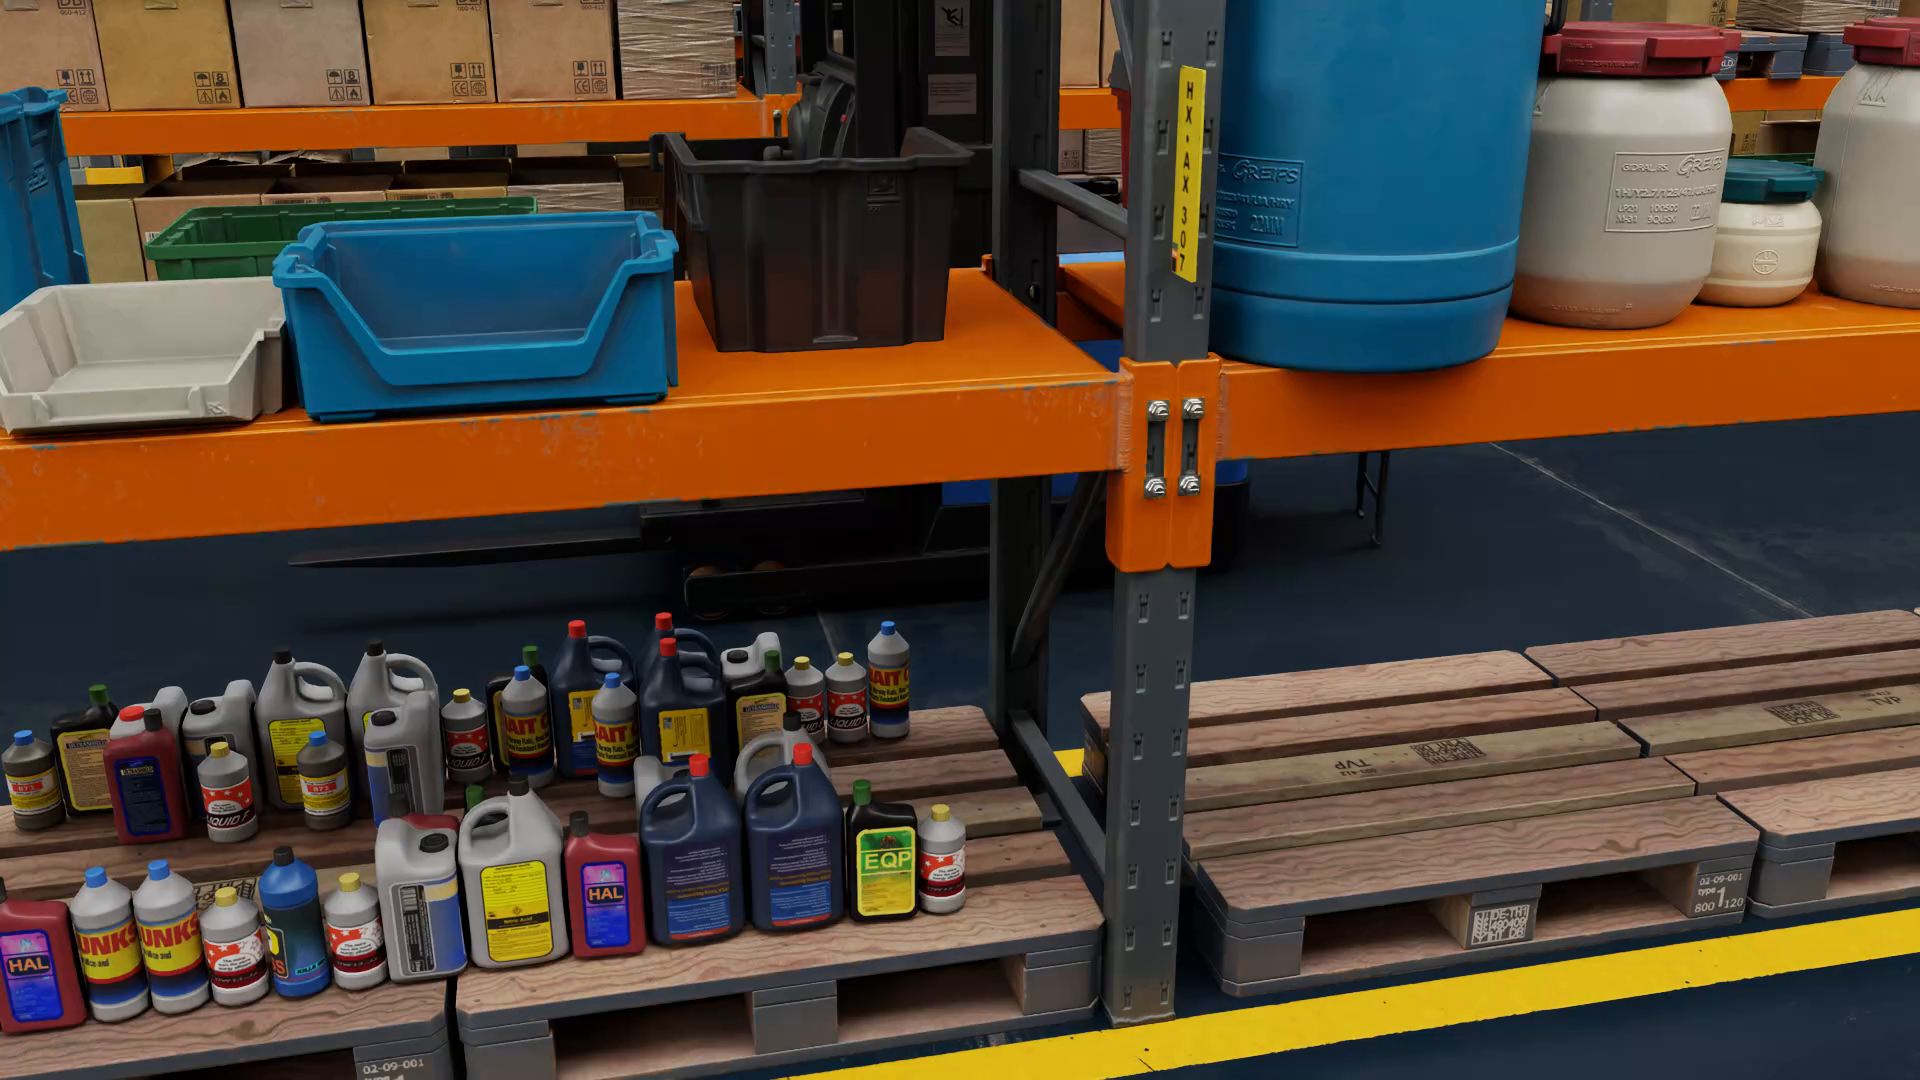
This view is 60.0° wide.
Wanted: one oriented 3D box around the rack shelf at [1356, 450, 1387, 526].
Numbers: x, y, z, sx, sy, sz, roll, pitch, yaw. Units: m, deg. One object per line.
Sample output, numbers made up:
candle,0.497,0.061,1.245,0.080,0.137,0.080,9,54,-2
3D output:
rack shelf,1.213,-0.368,5.824,0.480,0.518,0.431,2,19,2

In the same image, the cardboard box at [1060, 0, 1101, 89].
cardboard box,0.372,-2.434,7.953,0.500,0.500,0.500,-3,20,-9

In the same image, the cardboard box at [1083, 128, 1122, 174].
cardboard box,1.168,-3.223,13.246,0.500,0.500,0.700,-4,21,-12

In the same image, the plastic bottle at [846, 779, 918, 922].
plastic bottle,-0.148,0.586,3.164,0.133,0.283,0.061,-4,20,-10

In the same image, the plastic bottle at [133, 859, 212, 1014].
plastic bottle,-1.381,0.685,2.910,0.097,0.271,0.097,0,20,0

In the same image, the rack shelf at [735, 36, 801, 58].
rack shelf,-0.089,-3.768,12.787,4.000,0.370,1.077,-5,21,-12

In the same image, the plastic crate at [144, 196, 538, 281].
plastic crate,-1.142,-0.519,3.179,0.662,0.188,0.450,-5,21,-12

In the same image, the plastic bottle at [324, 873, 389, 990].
plastic bottle,-1.085,0.694,2.988,0.097,0.201,0.097,0,20,0

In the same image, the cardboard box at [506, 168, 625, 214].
cardboard box,-1.782,-1.403,7.579,0.500,0.500,0.500,-5,21,-12

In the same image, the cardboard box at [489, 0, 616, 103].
cardboard box,-1.834,-2.256,7.466,0.500,0.500,0.700,-5,21,-13

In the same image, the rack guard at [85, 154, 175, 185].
rack guard,-5.854,-2.463,11.813,0.348,0.500,1.175,-5,21,-12

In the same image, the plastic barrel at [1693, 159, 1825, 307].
plastic barrel,1.567,-0.620,3.347,0.301,0.262,0.301,0,20,0

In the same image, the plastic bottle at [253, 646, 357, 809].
plastic bottle,-1.415,0.394,3.590,0.185,0.351,0.144,-4,20,-10

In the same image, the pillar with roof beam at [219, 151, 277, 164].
pillar with roof beam,-4.455,-5.352,7.342,0.400,9.000,9.100,-5,21,-12

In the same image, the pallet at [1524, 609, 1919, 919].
pallet,2.189,0.505,4.130,1.213,0.211,1.003,-5,21,-12

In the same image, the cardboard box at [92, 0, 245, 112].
cardboard box,-3.333,-2.133,7.133,0.500,0.500,0.700,-5,21,-12

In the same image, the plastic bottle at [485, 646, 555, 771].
plastic bottle,-0.991,0.376,3.736,0.133,0.283,0.061,-4,20,-10

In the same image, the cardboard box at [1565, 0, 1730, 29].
cardboard box,3.588,-2.938,8.719,0.500,0.500,0.700,-12,24,-31

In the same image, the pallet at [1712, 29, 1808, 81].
pallet,3.644,-2.594,8.813,1.003,0.211,1.213,-5,21,-12

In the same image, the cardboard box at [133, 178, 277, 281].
cardboard box,-3.242,-1.284,7.255,0.500,0.500,0.500,-5,21,-12

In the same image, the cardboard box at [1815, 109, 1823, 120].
cardboard box,7.491,-3.708,14.599,0.500,0.500,0.700,-4,21,-11

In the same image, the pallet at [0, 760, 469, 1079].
pallet,-1.609,0.815,3.284,1.213,0.211,1.003,-5,21,-12

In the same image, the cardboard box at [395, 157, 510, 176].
cardboard box,-2.388,-1.537,7.946,0.500,0.500,0.500,-5,21,-12

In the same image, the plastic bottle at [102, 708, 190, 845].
plastic bottle,-1.685,0.487,3.435,0.133,0.283,0.061,-5,21,-12

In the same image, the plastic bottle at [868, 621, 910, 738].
plastic bottle,-0.167,0.321,3.903,0.097,0.271,0.097,0,20,0

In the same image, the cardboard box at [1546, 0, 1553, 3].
cardboard box,4.864,-4.612,13.438,0.500,0.500,0.500,-4,21,-12

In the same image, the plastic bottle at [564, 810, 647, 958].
plastic bottle,-0.652,0.627,3.052,0.133,0.283,0.061,-3,20,-9

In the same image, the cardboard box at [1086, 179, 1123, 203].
cardboard box,0.917,-1.708,8.688,0.500,0.311,0.500,-5,21,-13

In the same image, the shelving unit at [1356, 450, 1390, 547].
shelving unit,1.222,-1.041,5.587,0.503,2.100,0.431,2,19,2

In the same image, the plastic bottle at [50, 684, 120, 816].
plastic bottle,-1.853,0.446,3.544,0.133,0.283,0.061,-4,21,-11

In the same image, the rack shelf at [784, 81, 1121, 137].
rack shelf,1.054,-2.110,8.261,4.000,0.370,1.077,-5,21,-12

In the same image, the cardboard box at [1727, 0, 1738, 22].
cardboard box,6.281,-4.759,14.010,0.700,0.700,0.980,-4,21,-12

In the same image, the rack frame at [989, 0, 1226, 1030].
rack frame,0.244,-0.632,3.178,0.127,3.000,1.000,-5,21,-12

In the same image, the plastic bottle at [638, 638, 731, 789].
plastic bottle,-0.604,0.379,3.631,0.185,0.351,0.144,-5,21,-12

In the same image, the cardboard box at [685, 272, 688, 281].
cardboard box,-1.293,-1.086,7.806,0.500,0.250,0.500,-5,21,-12

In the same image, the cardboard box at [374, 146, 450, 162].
cardboard box,-3.954,-2.775,12.024,0.500,0.500,0.700,-6,21,-16

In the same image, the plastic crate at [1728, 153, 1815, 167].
plastic crate,1.874,-0.764,3.849,0.662,0.188,0.450,-5,21,-12

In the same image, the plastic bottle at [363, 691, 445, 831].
plastic bottle,-1.176,0.462,3.513,0.135,0.276,0.152,-5,21,-12

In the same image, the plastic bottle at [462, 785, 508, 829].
plastic bottle,-0.866,0.593,3.144,0.133,0.283,0.061,-5,21,-12

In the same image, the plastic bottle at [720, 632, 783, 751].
plastic bottle,-0.475,0.354,3.808,0.135,0.276,0.152,-4,20,-11

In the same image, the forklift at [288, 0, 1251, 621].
forklift,-0.613,-1.326,5.174,3.031,2.935,1.130,-5,21,-12
